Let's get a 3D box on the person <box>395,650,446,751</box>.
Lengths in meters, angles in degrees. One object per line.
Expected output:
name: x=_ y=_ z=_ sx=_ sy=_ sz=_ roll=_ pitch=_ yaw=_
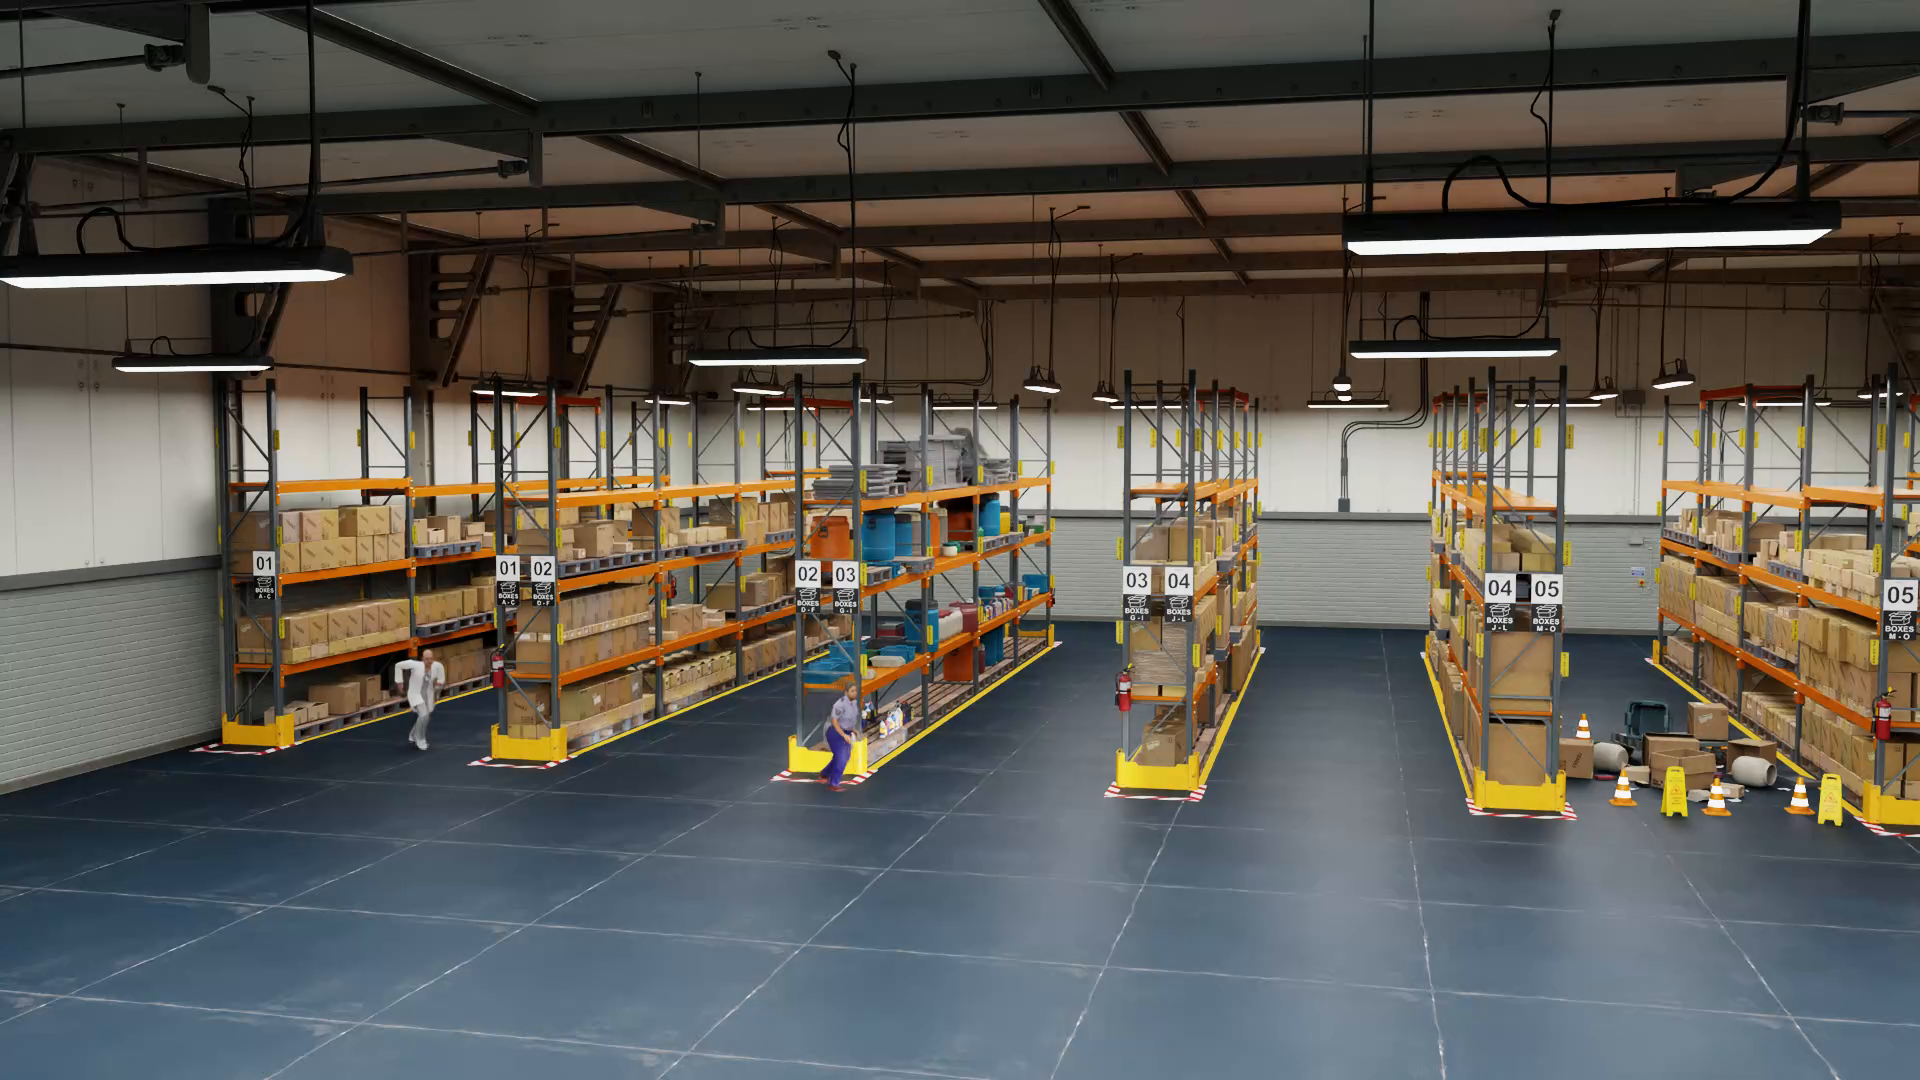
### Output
person: x=-8.725 y=2.584 z=26.861 sx=0.746 sy=1.682 sz=1.049 roll=-3 pitch=4 yaw=-38

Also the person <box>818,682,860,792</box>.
person: x=-1.757 y=2.796 z=23.760 sx=0.717 sy=1.586 sz=0.610 roll=1 pitch=4 yaw=23
